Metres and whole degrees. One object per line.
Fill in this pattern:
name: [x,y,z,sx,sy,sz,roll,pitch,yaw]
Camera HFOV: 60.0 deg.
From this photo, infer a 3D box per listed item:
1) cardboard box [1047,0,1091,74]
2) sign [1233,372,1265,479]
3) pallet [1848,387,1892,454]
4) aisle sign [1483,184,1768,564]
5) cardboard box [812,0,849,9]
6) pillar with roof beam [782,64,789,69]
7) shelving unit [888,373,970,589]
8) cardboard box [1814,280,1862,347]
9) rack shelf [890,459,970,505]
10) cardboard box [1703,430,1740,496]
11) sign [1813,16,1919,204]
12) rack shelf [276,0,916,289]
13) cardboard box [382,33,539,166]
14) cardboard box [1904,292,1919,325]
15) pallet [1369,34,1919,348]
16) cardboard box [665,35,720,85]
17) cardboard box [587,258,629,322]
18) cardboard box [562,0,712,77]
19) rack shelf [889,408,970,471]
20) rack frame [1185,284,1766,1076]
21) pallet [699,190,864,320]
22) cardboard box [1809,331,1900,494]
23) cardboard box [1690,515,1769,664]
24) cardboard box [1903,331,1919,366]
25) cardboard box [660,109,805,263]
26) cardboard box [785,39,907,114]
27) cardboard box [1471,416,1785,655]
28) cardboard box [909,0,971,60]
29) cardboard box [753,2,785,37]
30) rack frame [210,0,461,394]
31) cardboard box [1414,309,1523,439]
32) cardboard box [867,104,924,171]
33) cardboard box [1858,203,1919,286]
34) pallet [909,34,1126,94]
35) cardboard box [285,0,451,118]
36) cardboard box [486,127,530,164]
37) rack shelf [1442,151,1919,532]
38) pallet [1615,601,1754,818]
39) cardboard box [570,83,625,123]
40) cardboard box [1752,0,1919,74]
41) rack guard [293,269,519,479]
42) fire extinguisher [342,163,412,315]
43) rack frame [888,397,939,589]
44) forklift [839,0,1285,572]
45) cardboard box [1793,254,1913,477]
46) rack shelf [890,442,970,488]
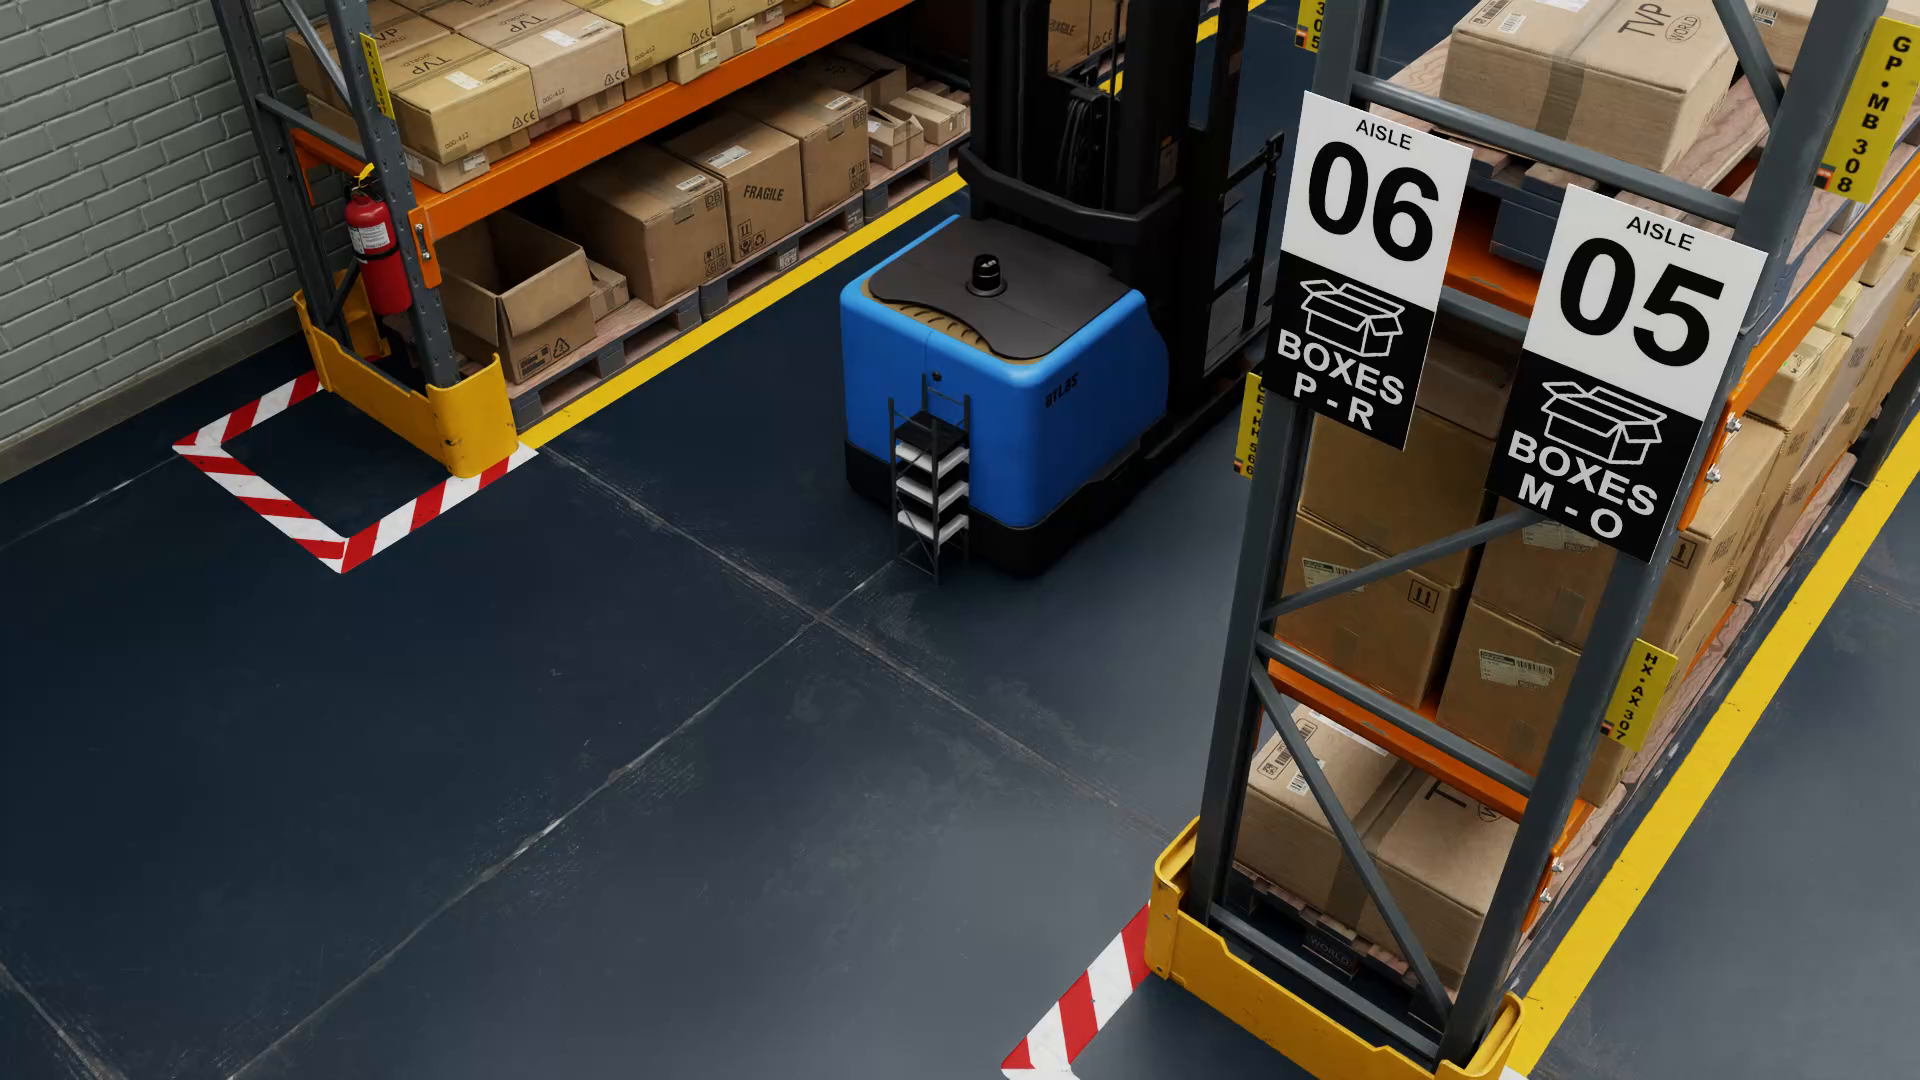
cardboard box: [0.429,-3.115,9.992,0.500,0.500,0.500,32,51,30]
sign: [0.767,-0.284,4.296,0.100,0.325,0.005,29,50,28]
pallet: [4.186,-0.984,8.175,1.003,0.211,1.213,29,50,28]
aisle sign: [1.349,-0.325,3.445,0.394,0.787,0.004,29,50,28]
cardboard box: [-0.698,-2.811,8.299,0.380,0.149,0.250,29,50,28]
pillar with roof beam: [2.103,-4.120,5.092,9.100,9.000,0.400,29,50,28]
shelving unit: [-0.122,-0.231,6.835,0.258,0.900,0.210,28,49,28]
cardboard box: [2.138,-0.629,4.412,0.380,0.149,0.250,28,49,27]
rack shelf: [-0.122,-0.273,6.797,0.258,0.077,0.200,28,49,28]
cardboard box: [1.614,-0.236,3.980,0.380,0.149,0.250,31,50,29]
sign: [1.594,-0.745,2.901,0.100,0.325,0.005,29,50,28]
rack shelf: [-1.341,-2.437,8.235,1.077,0.370,4.000,29,50,28]
cardboard box: [-2.130,-1.844,6.939,0.500,0.250,0.500,30,50,29]
cardboard box: [3.002,-1.106,5.419,0.500,0.500,0.500,30,50,29]
pallet: [1.643,-0.989,3.945,1.003,0.211,1.213,29,50,28]
cardboard box: [-1.340,-2.272,7.706,0.380,0.149,0.250,28,49,27]
cardboard box: [-1.859,-1.249,8.201,0.380,0.149,0.250,28,49,27]
cardboard box: [-1.482,-2.367,7.513,0.500,0.250,0.500,29,49,28]
rack shelf: [-0.122,-0.406,6.676,0.258,0.077,0.200,28,49,28]
rack frame: [1.173,0.474,4.499,1.000,3.000,0.127,29,50,28]
pallet: [-1.282,-1.716,8.981,1.003,0.211,1.213,29,50,28]
cardboard box: [2.657,-0.477,5.471,0.500,0.500,0.500,31,51,30]
cardboard box: [2.006,0.042,4.900,0.500,0.500,0.500,29,50,28]
cardboard box: [3.318,-1.006,6.052,0.500,0.500,0.500,28,49,28]
cardboard box: [-1.165,-1.830,8.578,0.500,0.500,0.500,30,50,29]
cardboard box: [-0.660,-2.655,9.627,0.500,0.311,0.500,31,51,30]
cardboard box: [1.700,-0.057,4.265,0.500,0.500,0.500,28,49,28]
cardboard box: [0.036,-3.344,10.244,0.500,0.500,0.500,29,50,28]
cardboard box: [-1.073,-2.579,8.044,0.380,0.149,0.250,29,50,28]
rack frame: [-2.628,-1.673,6.860,1.000,3.000,0.127,29,50,28]
cardboard box: [1.251,-0.444,4.209,0.380,0.149,0.250,30,50,29]
cardboard box: [-0.418,-2.278,9.246,0.396,0.266,0.258,31,51,30]
cardboard box: [2.460,-0.897,4.707,0.380,0.149,0.250,30,50,29]
pallet: [0.440,-3.136,10.542,1.003,0.211,1.213,29,50,28]
cardboard box: [-2.535,-2.079,7.197,0.500,0.250,0.500,31,51,30]
cardboard box: [-2.078,-1.781,7.166,0.380,0.149,0.250,31,51,29]
rack shelf: [2.460,-1.399,4.864,1.077,0.370,4.000,29,50,28]
pallet: [2.413,0.435,6.615,1.003,0.211,1.213,29,50,28]
cardboard box: [-1.726,-2.035,7.446,0.380,0.149,0.250,31,51,30]
cardboard box: [2.050,-1.196,3.906,0.380,0.149,0.250,31,51,30]
rack guard: [-2.579,-0.787,7.744,1.175,0.500,0.348,29,50,28]
fire extinguisher: [-2.369,-1.230,6.708,0.296,0.674,0.183,29,50,28]
rack frame: [-0.186,-0.177,6.776,0.240,0.900,0.006,28,49,28]
forklift: [0.803,-1.883,7.142,1.130,2.935,3.031,28,49,28]
cardboard box: [2.353,-0.594,4.856,0.500,0.500,0.500,29,50,28]
rack shelf: [-0.122,-0.339,6.736,0.258,0.077,0.200,28,49,28]
